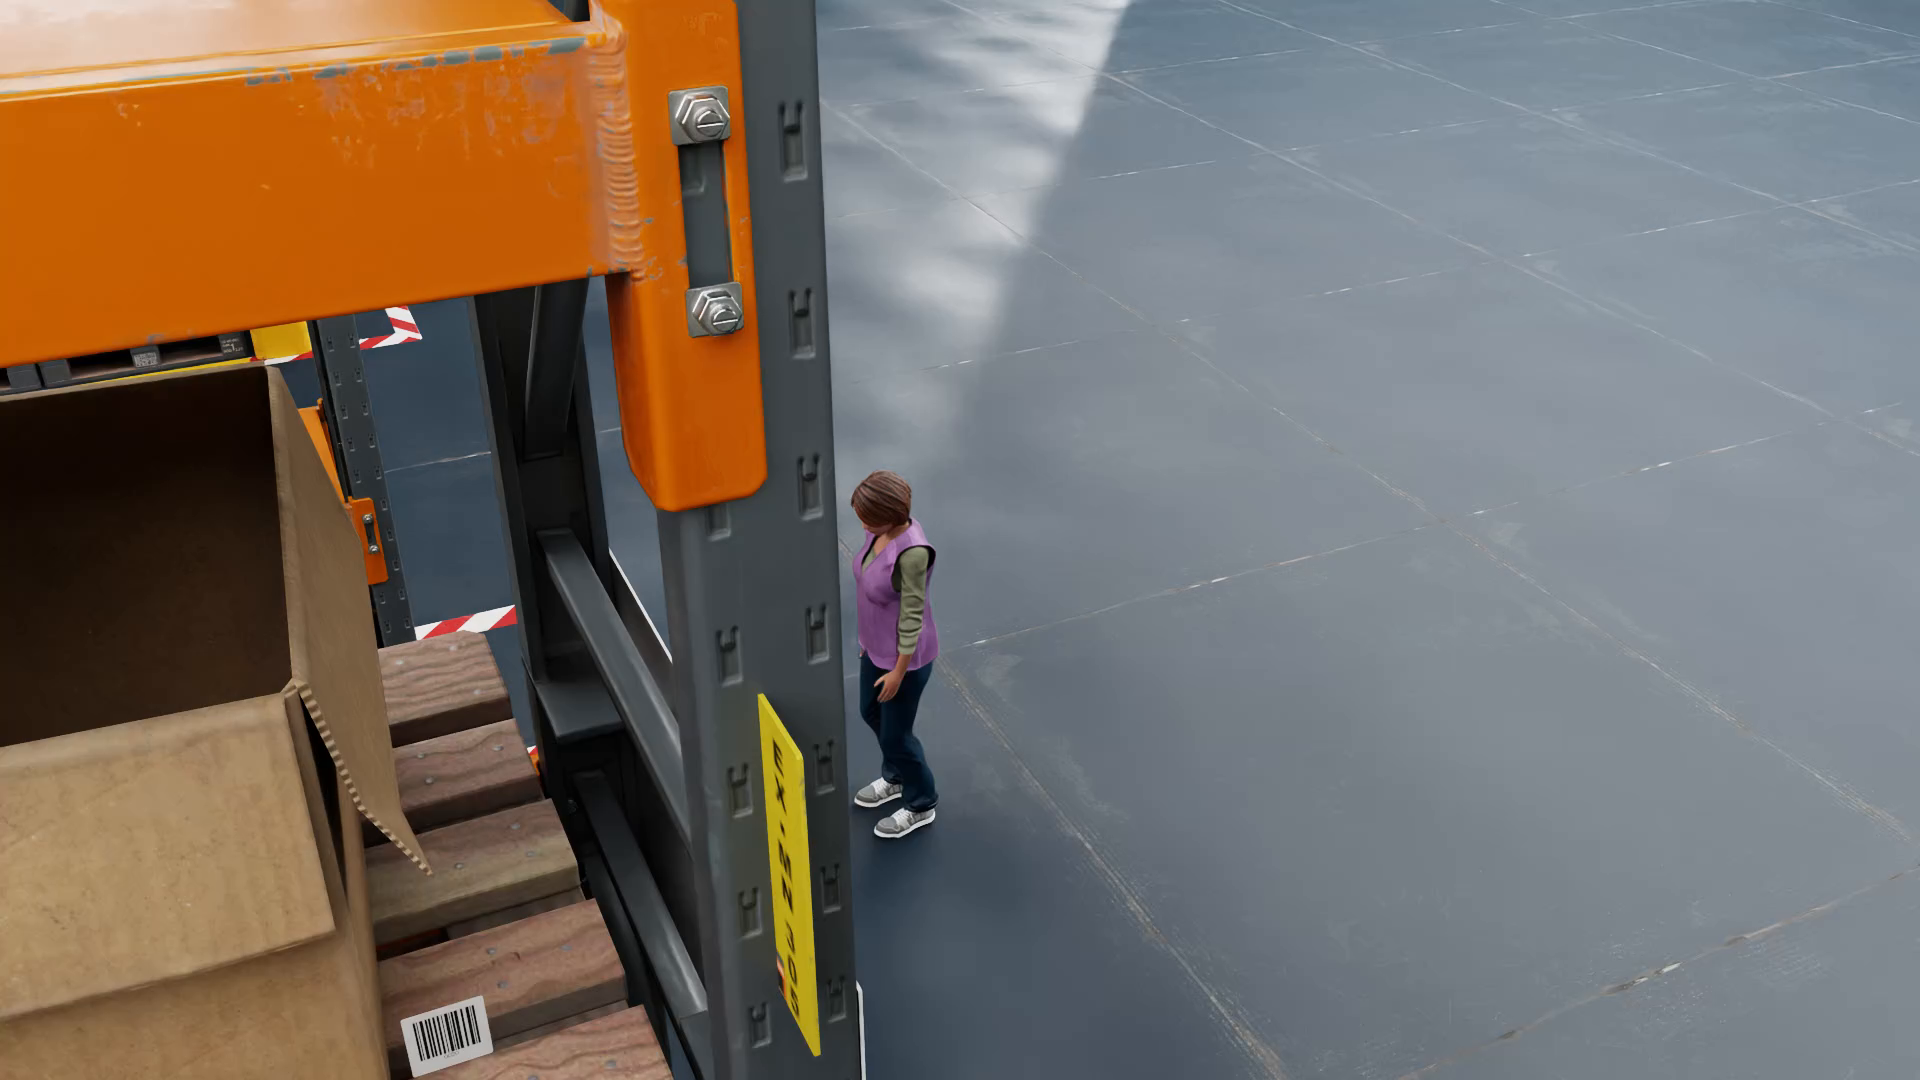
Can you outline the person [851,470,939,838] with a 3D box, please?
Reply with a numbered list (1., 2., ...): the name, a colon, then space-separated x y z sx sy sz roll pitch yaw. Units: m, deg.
1. person: -0.241 0.446 6.395 0.316 1.571 0.412 -13 32 -21
